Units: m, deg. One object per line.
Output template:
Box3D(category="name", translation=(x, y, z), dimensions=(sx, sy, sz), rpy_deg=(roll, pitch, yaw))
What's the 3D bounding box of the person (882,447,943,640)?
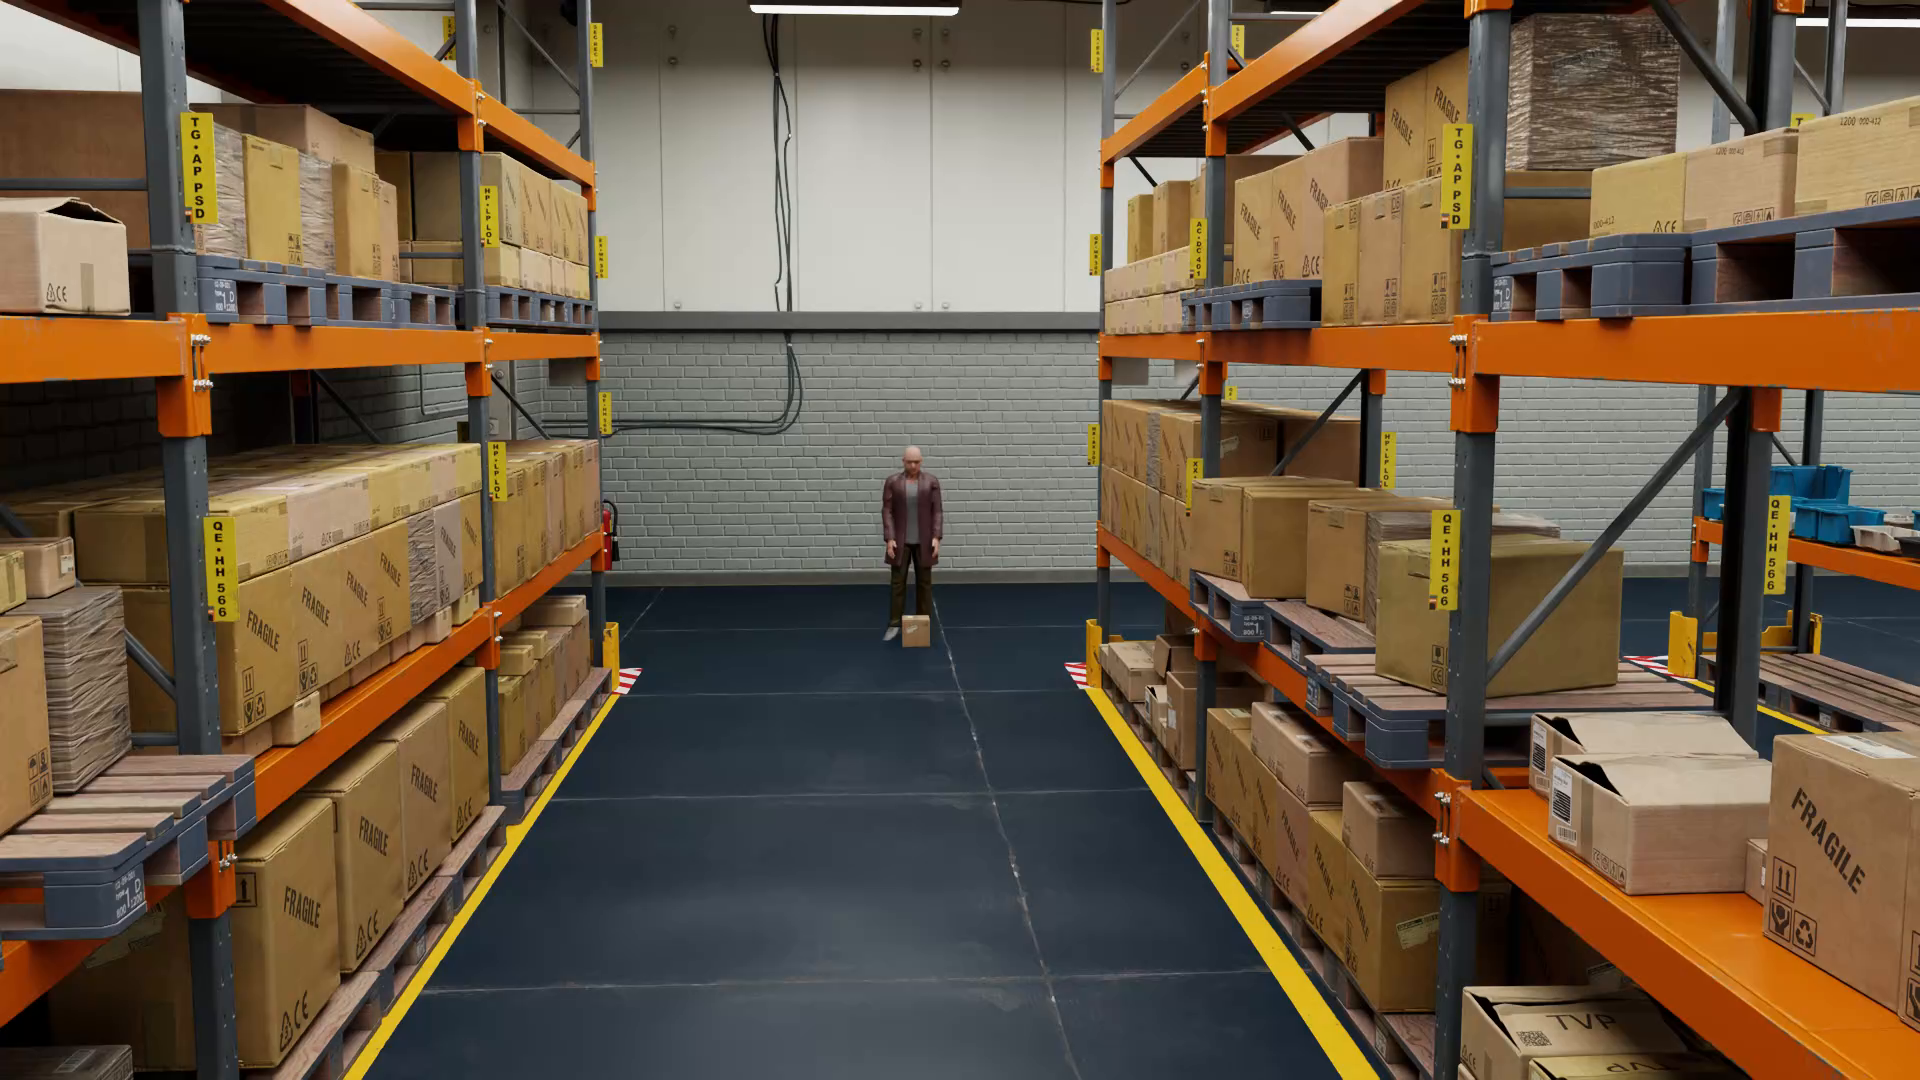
Box3D(category="person", translation=(-0.444, 0.031, 15.583), dimensions=(0.572, 1.806, 0.430), rpy_deg=(0, 7, -4))
